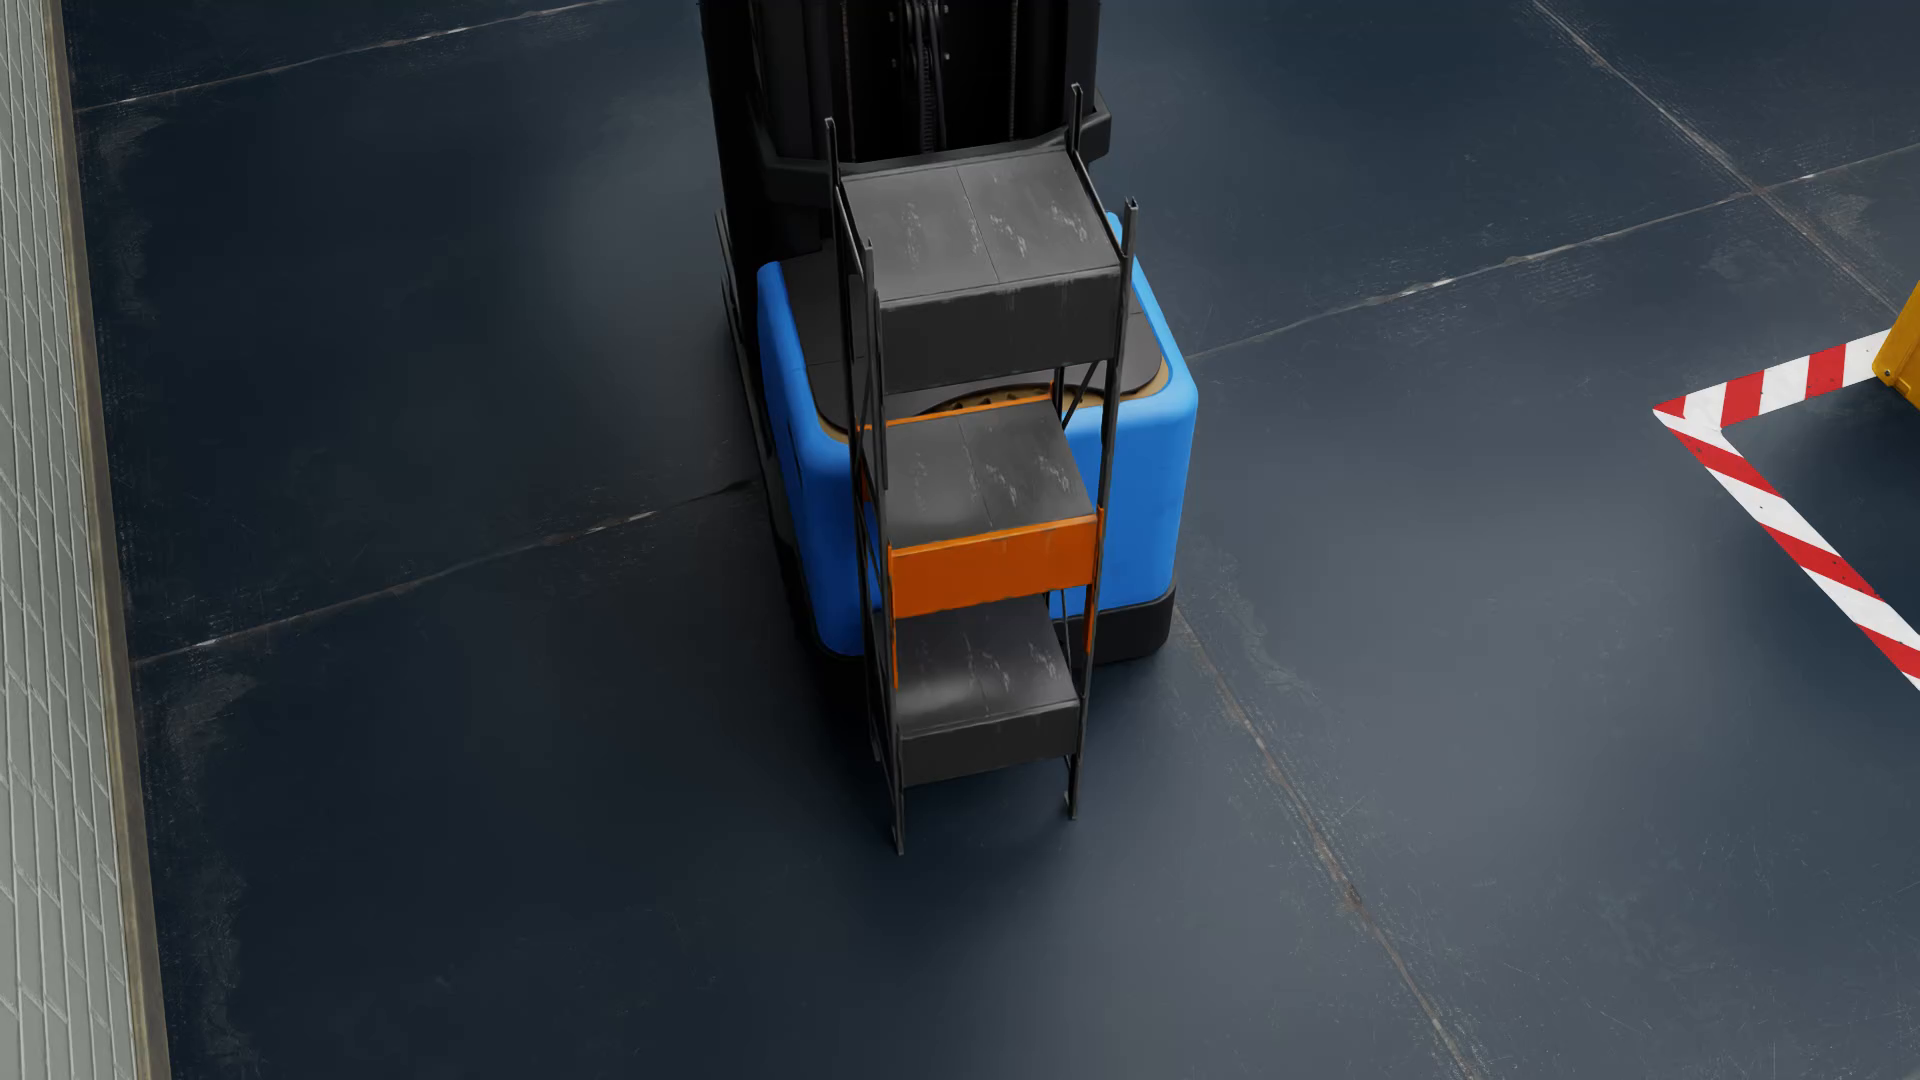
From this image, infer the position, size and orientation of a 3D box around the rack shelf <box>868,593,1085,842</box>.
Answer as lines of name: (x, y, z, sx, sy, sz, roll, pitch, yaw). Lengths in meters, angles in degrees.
rack shelf: (0.032, 0.448, 4.422, 0.480, 0.518, 0.431, -10, 50, -9)

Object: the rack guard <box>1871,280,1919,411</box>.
rack guard: (3.517, -0.415, 5.277, 0.348, 0.500, 1.175, -17, 52, -14)

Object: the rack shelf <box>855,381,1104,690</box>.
rack shelf: (0.032, -0.008, 3.891, 0.480, 0.518, 0.431, -10, 50, -9)

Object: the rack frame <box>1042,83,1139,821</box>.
rack frame: (0.269, -0.059, 3.917, 0.015, 2.100, 0.400, -10, 50, -9)

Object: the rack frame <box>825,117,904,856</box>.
rack frame: (-0.206, 0.026, 3.844, 0.015, 2.100, 0.400, -10, 50, -9)

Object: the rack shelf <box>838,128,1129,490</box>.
rack shelf: (0.032, -0.464, 3.360, 0.480, 0.518, 0.431, -10, 50, -9)

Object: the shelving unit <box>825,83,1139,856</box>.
shelving unit: (0.032, -0.017, 3.880, 0.503, 2.100, 0.431, -10, 50, -9)

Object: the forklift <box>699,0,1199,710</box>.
forklift: (-0.216, -1.616, 4.705, 1.130, 2.935, 3.031, -10, 50, -9)
